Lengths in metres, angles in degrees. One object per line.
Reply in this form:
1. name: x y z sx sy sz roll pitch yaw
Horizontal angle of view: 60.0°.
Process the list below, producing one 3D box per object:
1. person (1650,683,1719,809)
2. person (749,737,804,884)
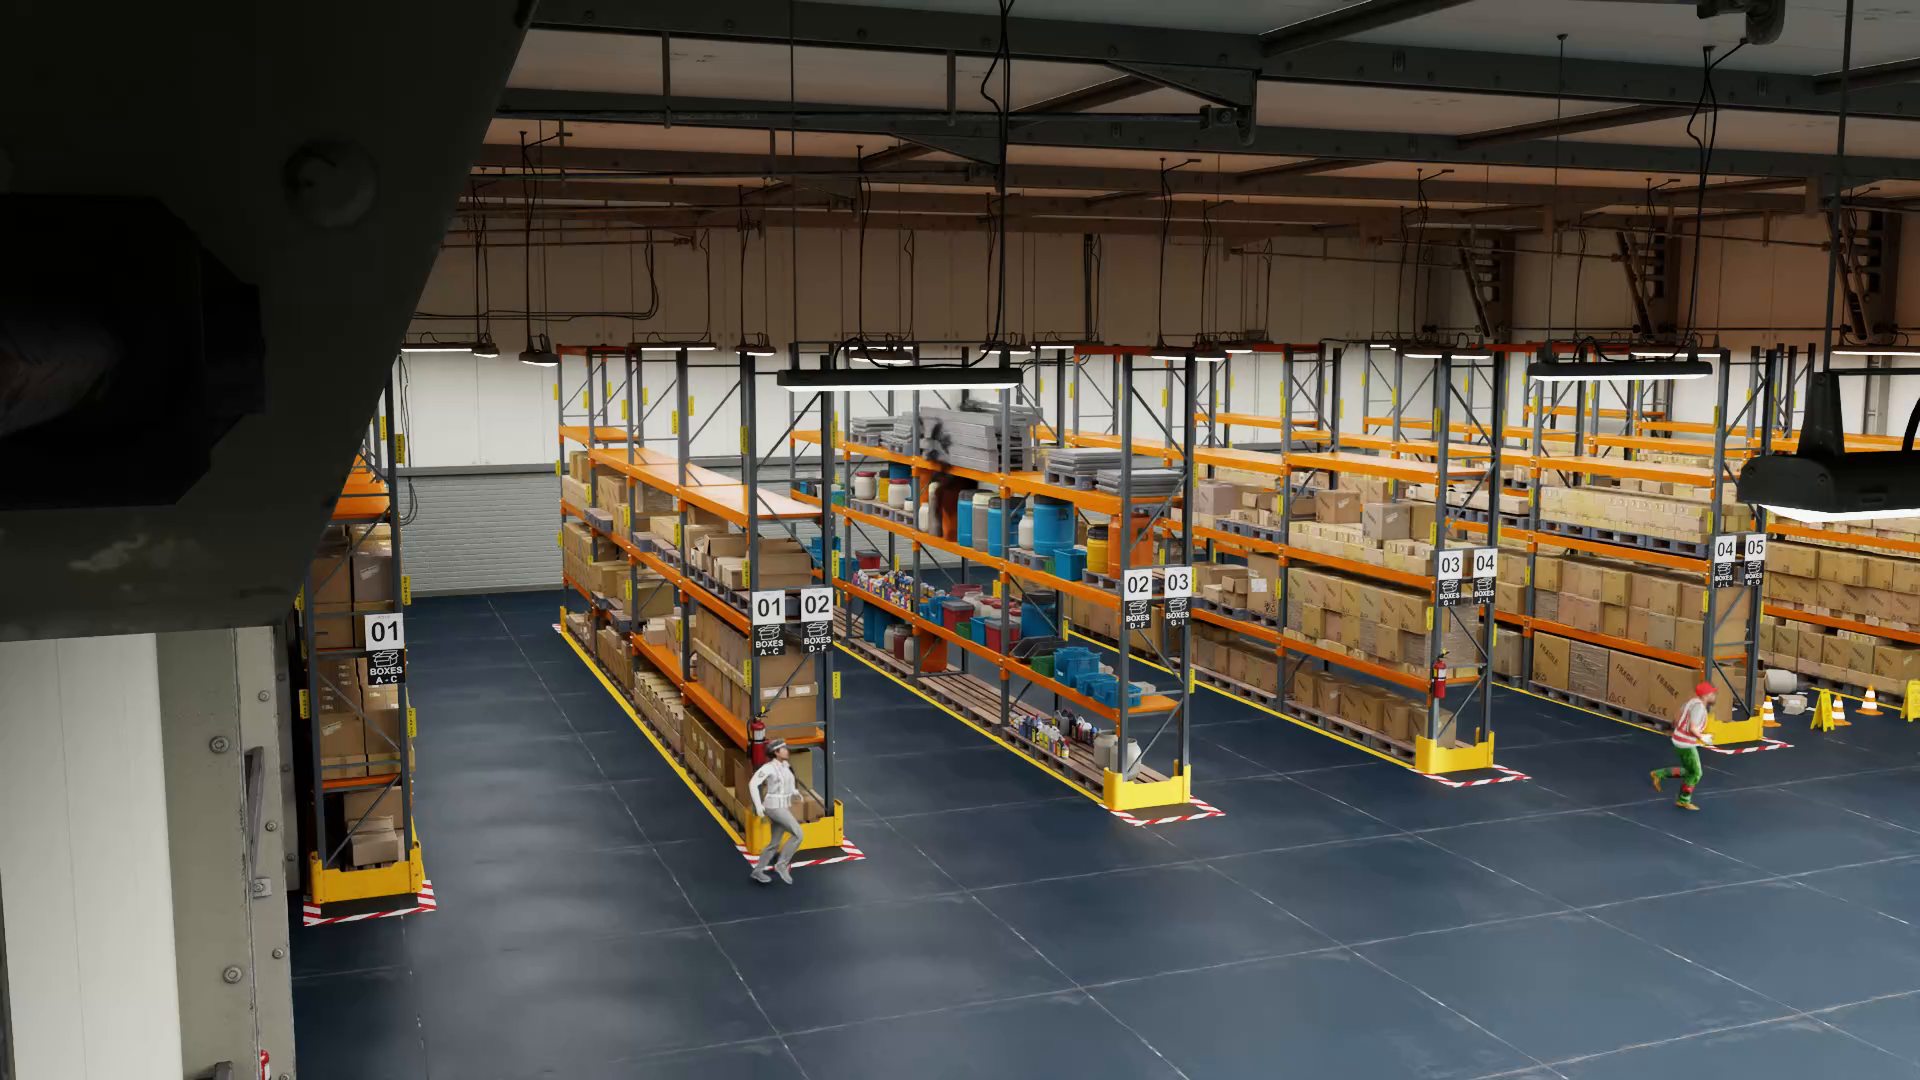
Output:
1. person: 9.547 2.720 21.954 0.779 1.735 0.648 3 8 21
2. person: -2.052 3.079 19.095 0.632 1.629 0.598 2 8 15
